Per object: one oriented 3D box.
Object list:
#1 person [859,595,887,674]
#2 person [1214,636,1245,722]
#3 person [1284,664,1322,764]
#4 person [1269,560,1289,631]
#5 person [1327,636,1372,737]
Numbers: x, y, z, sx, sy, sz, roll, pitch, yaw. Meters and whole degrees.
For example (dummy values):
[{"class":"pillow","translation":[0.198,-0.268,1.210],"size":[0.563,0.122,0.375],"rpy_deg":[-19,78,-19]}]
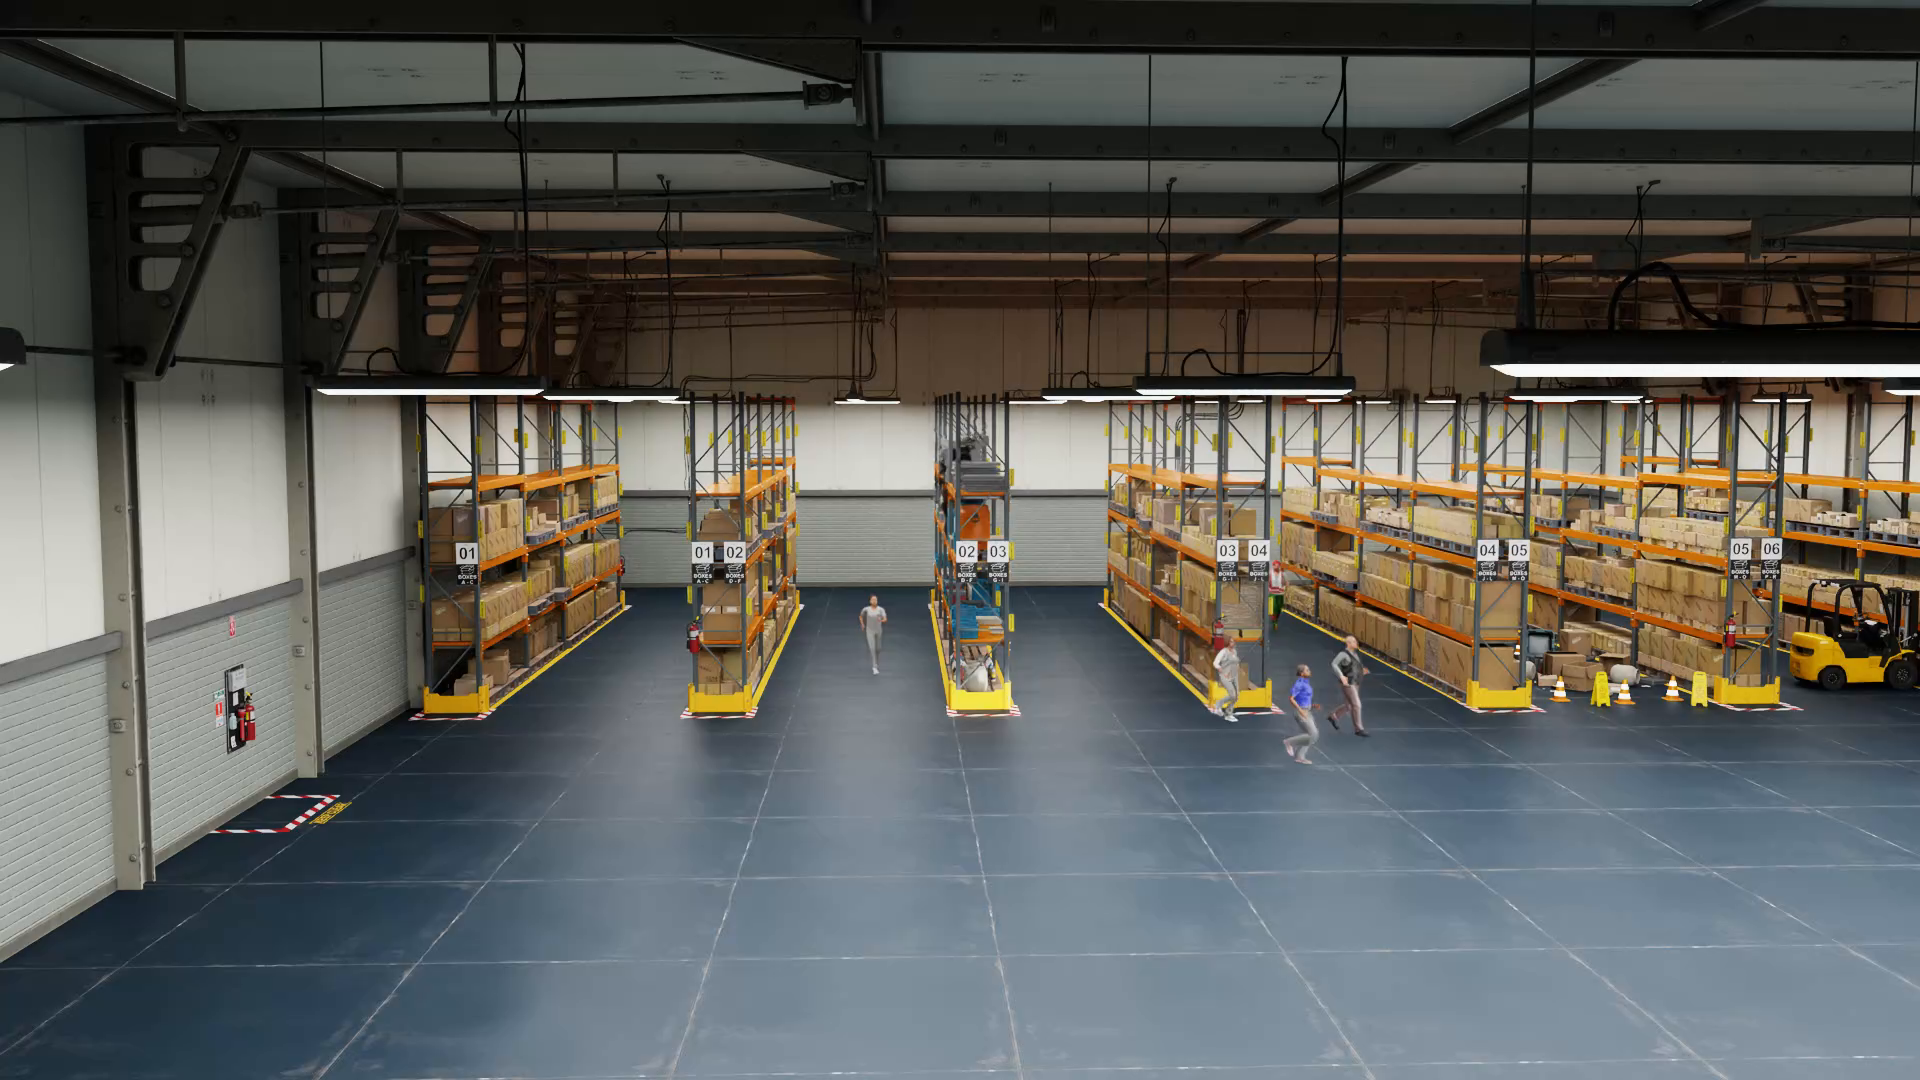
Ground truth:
[{"class":"person","translation":[-1.857,1.996,35.805],"size":[0.564,1.655,0.969],"rpy_deg":[-1,5,-16]},{"class":"person","translation":[4.888,2.527,30.294],"size":[0.556,1.542,0.545],"rpy_deg":[-4,6,-41]},{"class":"person","translation":[5.506,2.792,26.687],"size":[0.560,1.615,0.575],"rpy_deg":[2,5,22]},{"class":"person","translation":[8.102,1.396,42.683],"size":[0.666,1.770,0.975],"rpy_deg":[0,5,2]},{"class":"person","translation":[6.780,2.527,28.955],"size":[0.897,1.720,0.664],"rpy_deg":[4,6,38]}]
